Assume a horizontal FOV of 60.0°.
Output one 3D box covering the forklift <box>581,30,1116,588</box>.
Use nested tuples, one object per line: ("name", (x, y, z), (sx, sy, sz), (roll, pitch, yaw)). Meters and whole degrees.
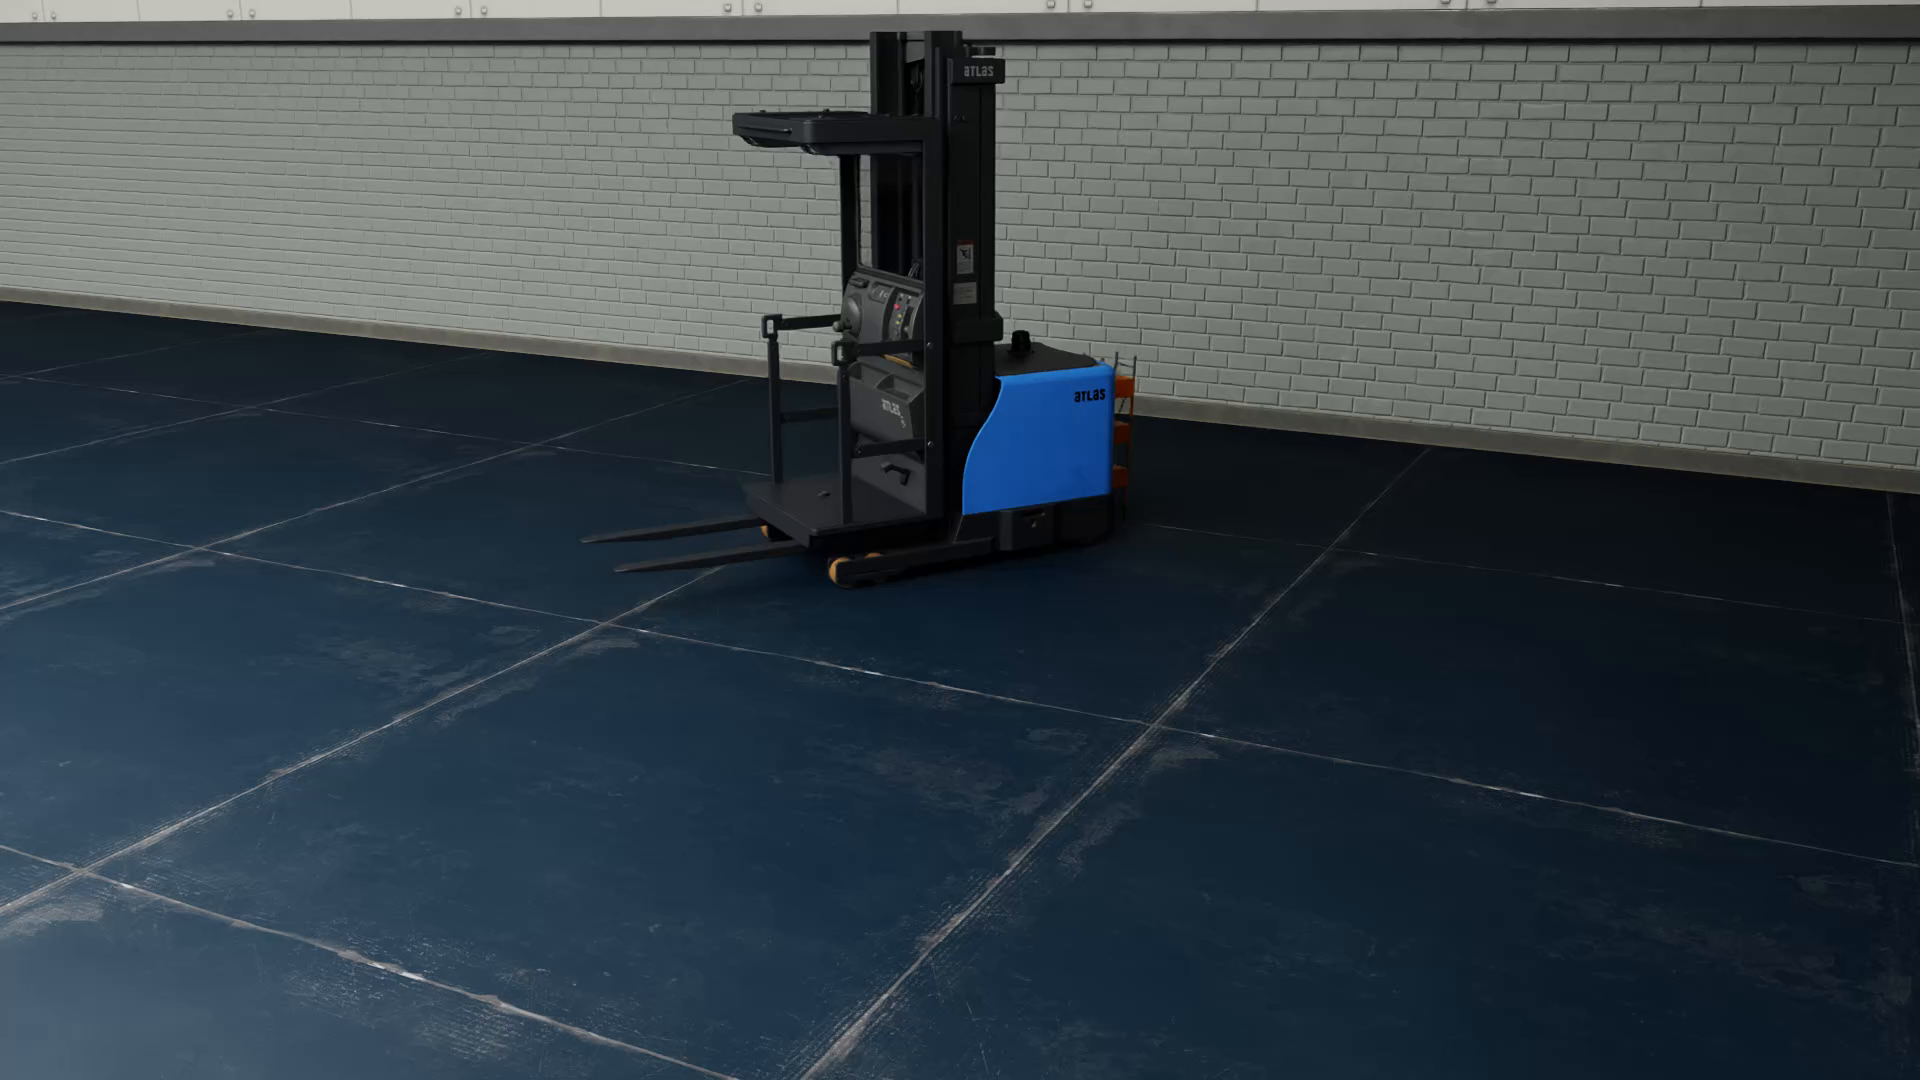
("forklift", (-0.621, -1.314, 9.300), (3.031, 2.935, 1.130), (-9, 19, -27))

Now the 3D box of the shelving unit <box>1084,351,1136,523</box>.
("shelving unit", (0.894, -0.624, 10.262), (0.252, 1.050, 0.215), (-7, 18, -31))

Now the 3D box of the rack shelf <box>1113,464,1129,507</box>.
("rack shelf", (0.882, -0.346, 10.337), (0.240, 0.259, 0.215), (-7, 18, -31))

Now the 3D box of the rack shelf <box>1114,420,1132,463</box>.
("rack shelf", (0.893, -0.614, 10.265), (0.240, 0.259, 0.215), (-7, 18, -31))

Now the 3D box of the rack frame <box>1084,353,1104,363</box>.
("rack frame", (0.790, -0.611, 10.199), (0.008, 1.050, 0.200), (-7, 18, -31))

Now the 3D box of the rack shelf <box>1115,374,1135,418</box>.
("rack shelf", (0.904, -0.887, 10.190), (0.240, 0.259, 0.215), (-7, 18, -31))

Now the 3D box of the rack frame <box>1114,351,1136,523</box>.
("rack frame", (0.997, -0.637, 10.325), (0.008, 1.050, 0.200), (-7, 18, -31))
